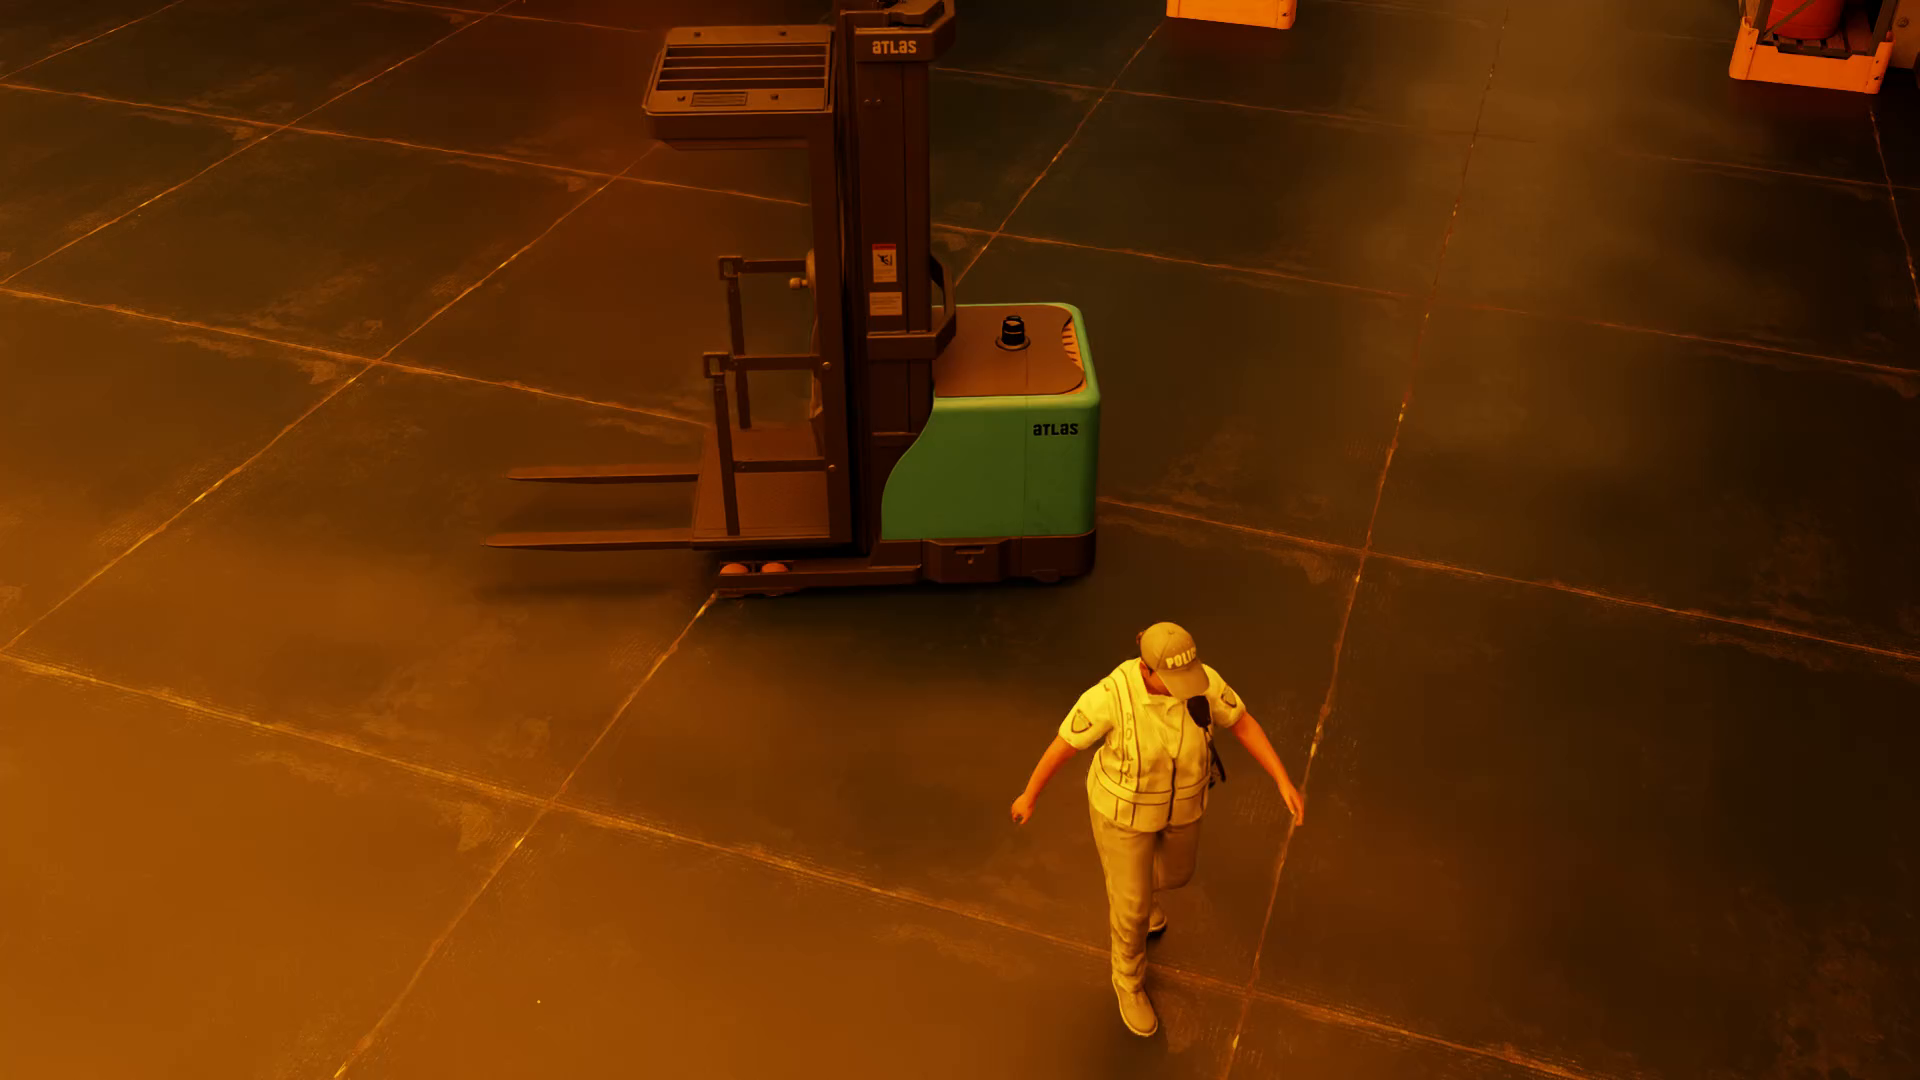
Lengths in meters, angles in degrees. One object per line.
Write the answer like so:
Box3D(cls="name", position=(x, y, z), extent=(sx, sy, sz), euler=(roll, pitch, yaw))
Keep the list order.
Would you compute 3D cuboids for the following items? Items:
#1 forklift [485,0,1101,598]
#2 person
Box3D(cls="forklift", position=(-0.857, -1.225, 7.839), extent=(3.031, 2.935, 1.130), euler=(-2, 35, -2))
Box3D(cls="person", position=(0.660, 0.955, 5.897), extent=(0.884, 1.644, 0.728), euler=(-11, 37, -15))
